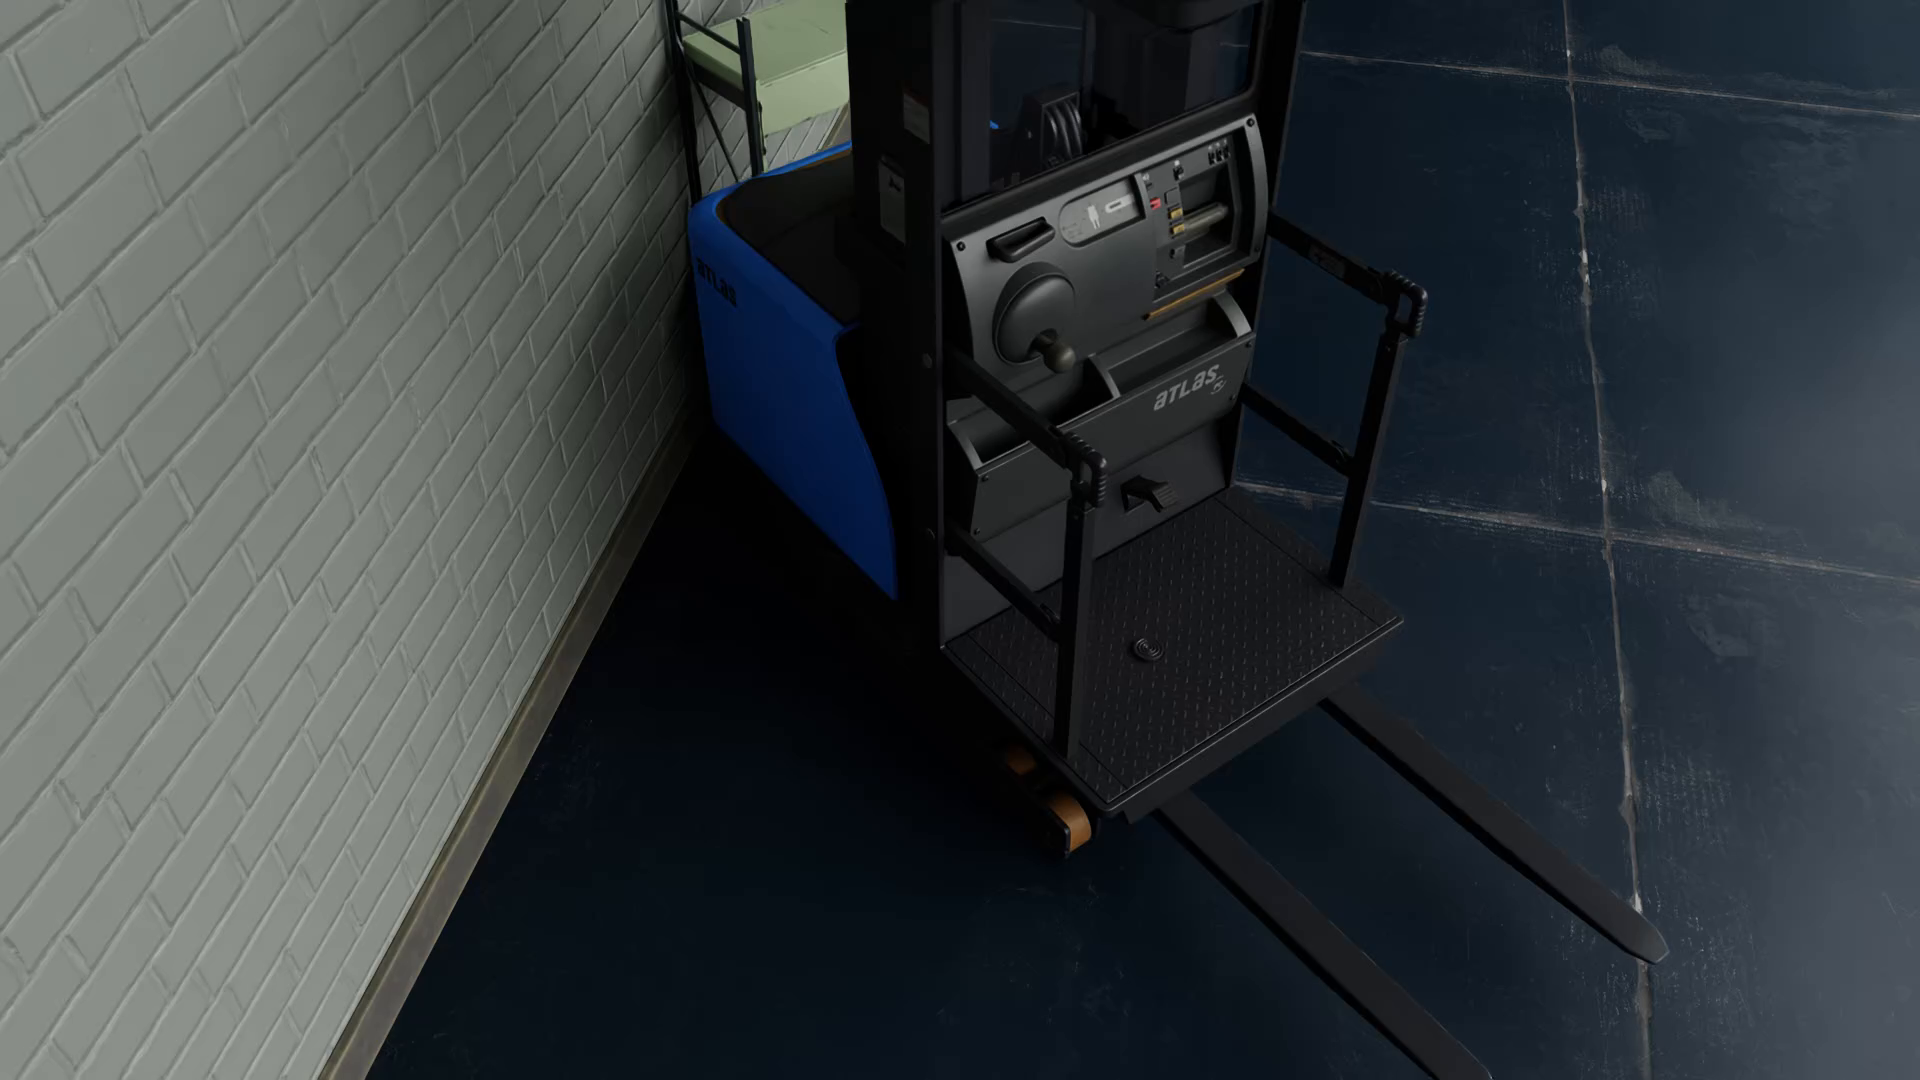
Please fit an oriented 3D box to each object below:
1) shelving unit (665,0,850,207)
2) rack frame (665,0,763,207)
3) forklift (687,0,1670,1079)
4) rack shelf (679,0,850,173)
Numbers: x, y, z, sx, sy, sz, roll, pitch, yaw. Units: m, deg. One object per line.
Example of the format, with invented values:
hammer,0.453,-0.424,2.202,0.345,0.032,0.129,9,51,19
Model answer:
shelving unit,-0.431,-1.124,5.316,0.755,1.500,0.431,-31,51,-29
rack frame,-0.707,-0.960,5.141,0.023,1.500,0.400,-31,51,-29
forklift,0.498,-0.623,3.784,1.130,2.935,3.031,-28,50,-26
rack shelf,-0.433,-1.410,5.052,0.720,0.370,0.431,-31,51,-29
